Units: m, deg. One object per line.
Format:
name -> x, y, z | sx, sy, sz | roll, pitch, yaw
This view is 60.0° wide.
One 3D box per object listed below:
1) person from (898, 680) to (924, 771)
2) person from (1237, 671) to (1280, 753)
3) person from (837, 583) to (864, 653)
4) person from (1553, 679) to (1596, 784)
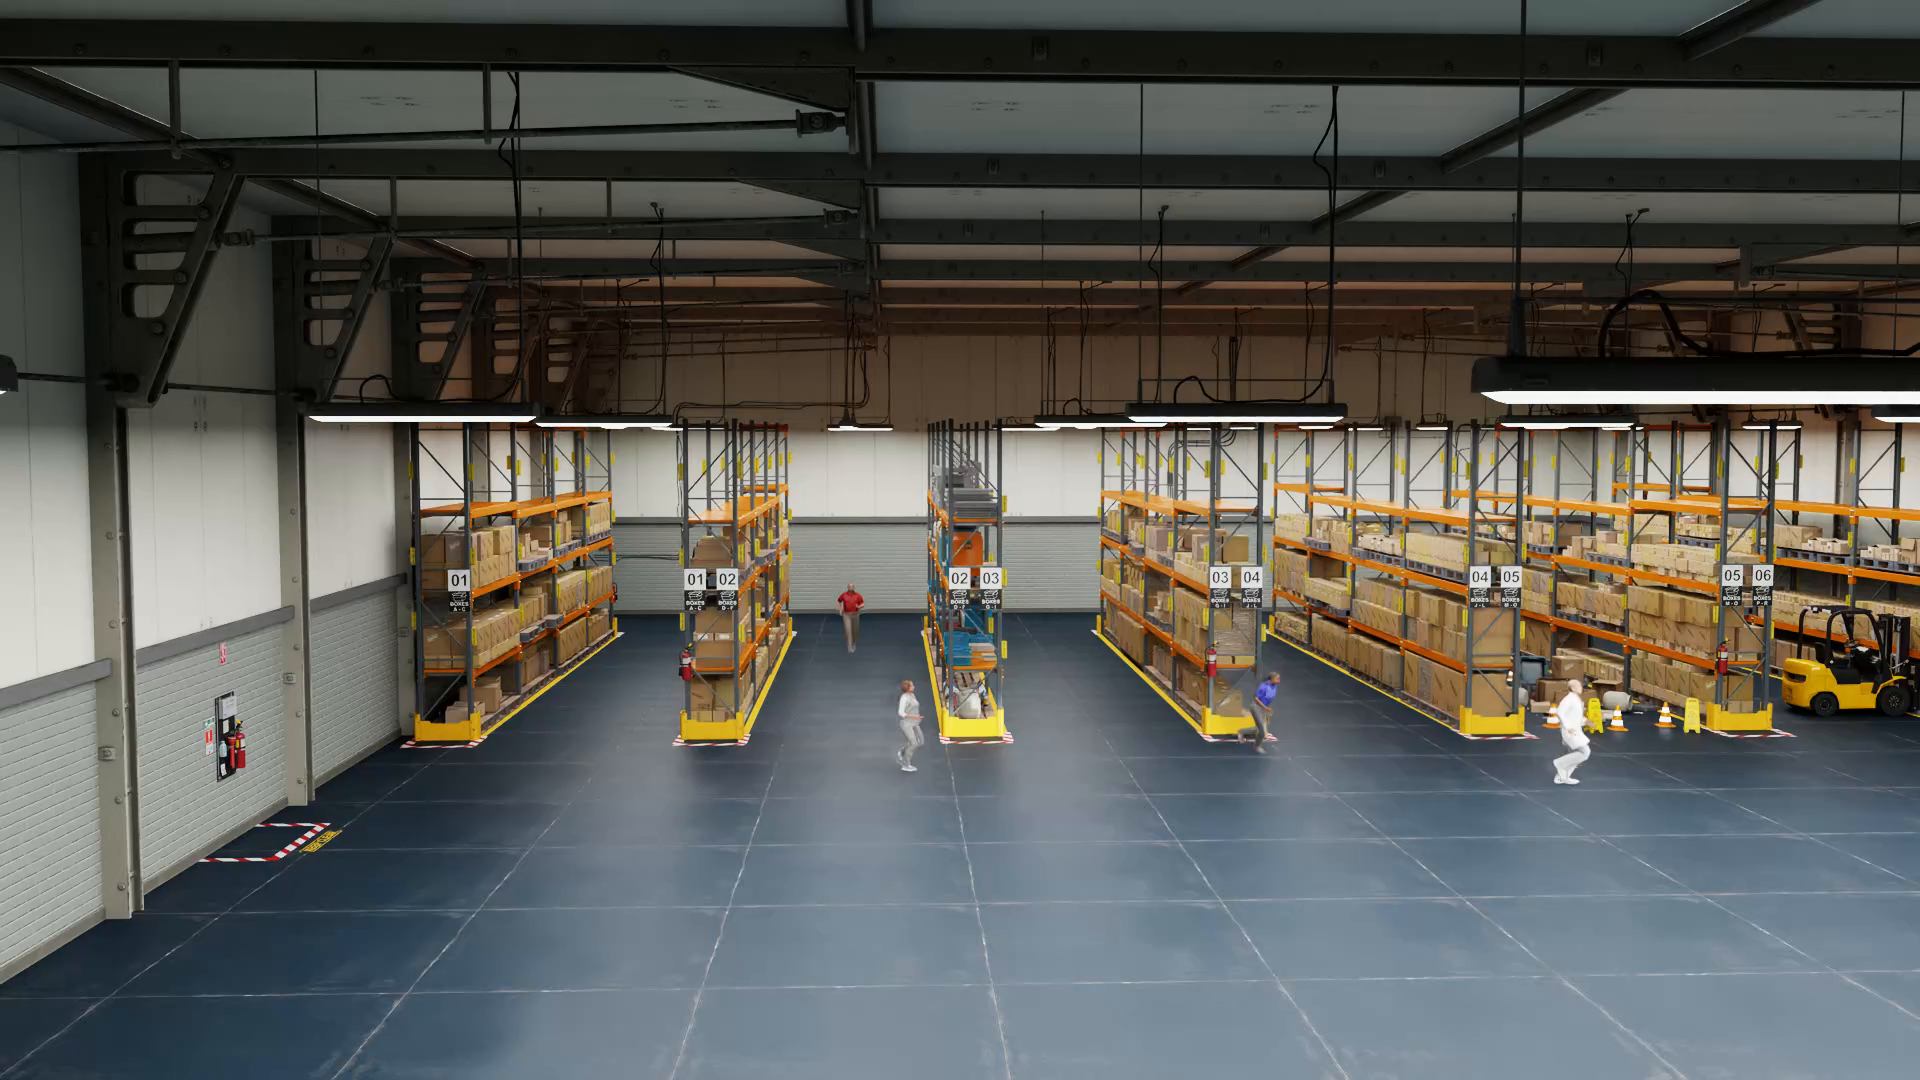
person -> -0.839, 3.139, 28.168 | 0.552, 1.553, 0.530 | 2, 4, 24
person -> 5.387, 3.078, 29.939 | 0.865, 1.517, 0.584 | 3, 5, 43
person -> -2.701, 1.947, 41.319 | 0.672, 1.761, 0.892 | -1, 4, -12
person -> 10.015, 3.127, 27.083 | 0.627, 1.717, 0.650 | 2, 4, 28
